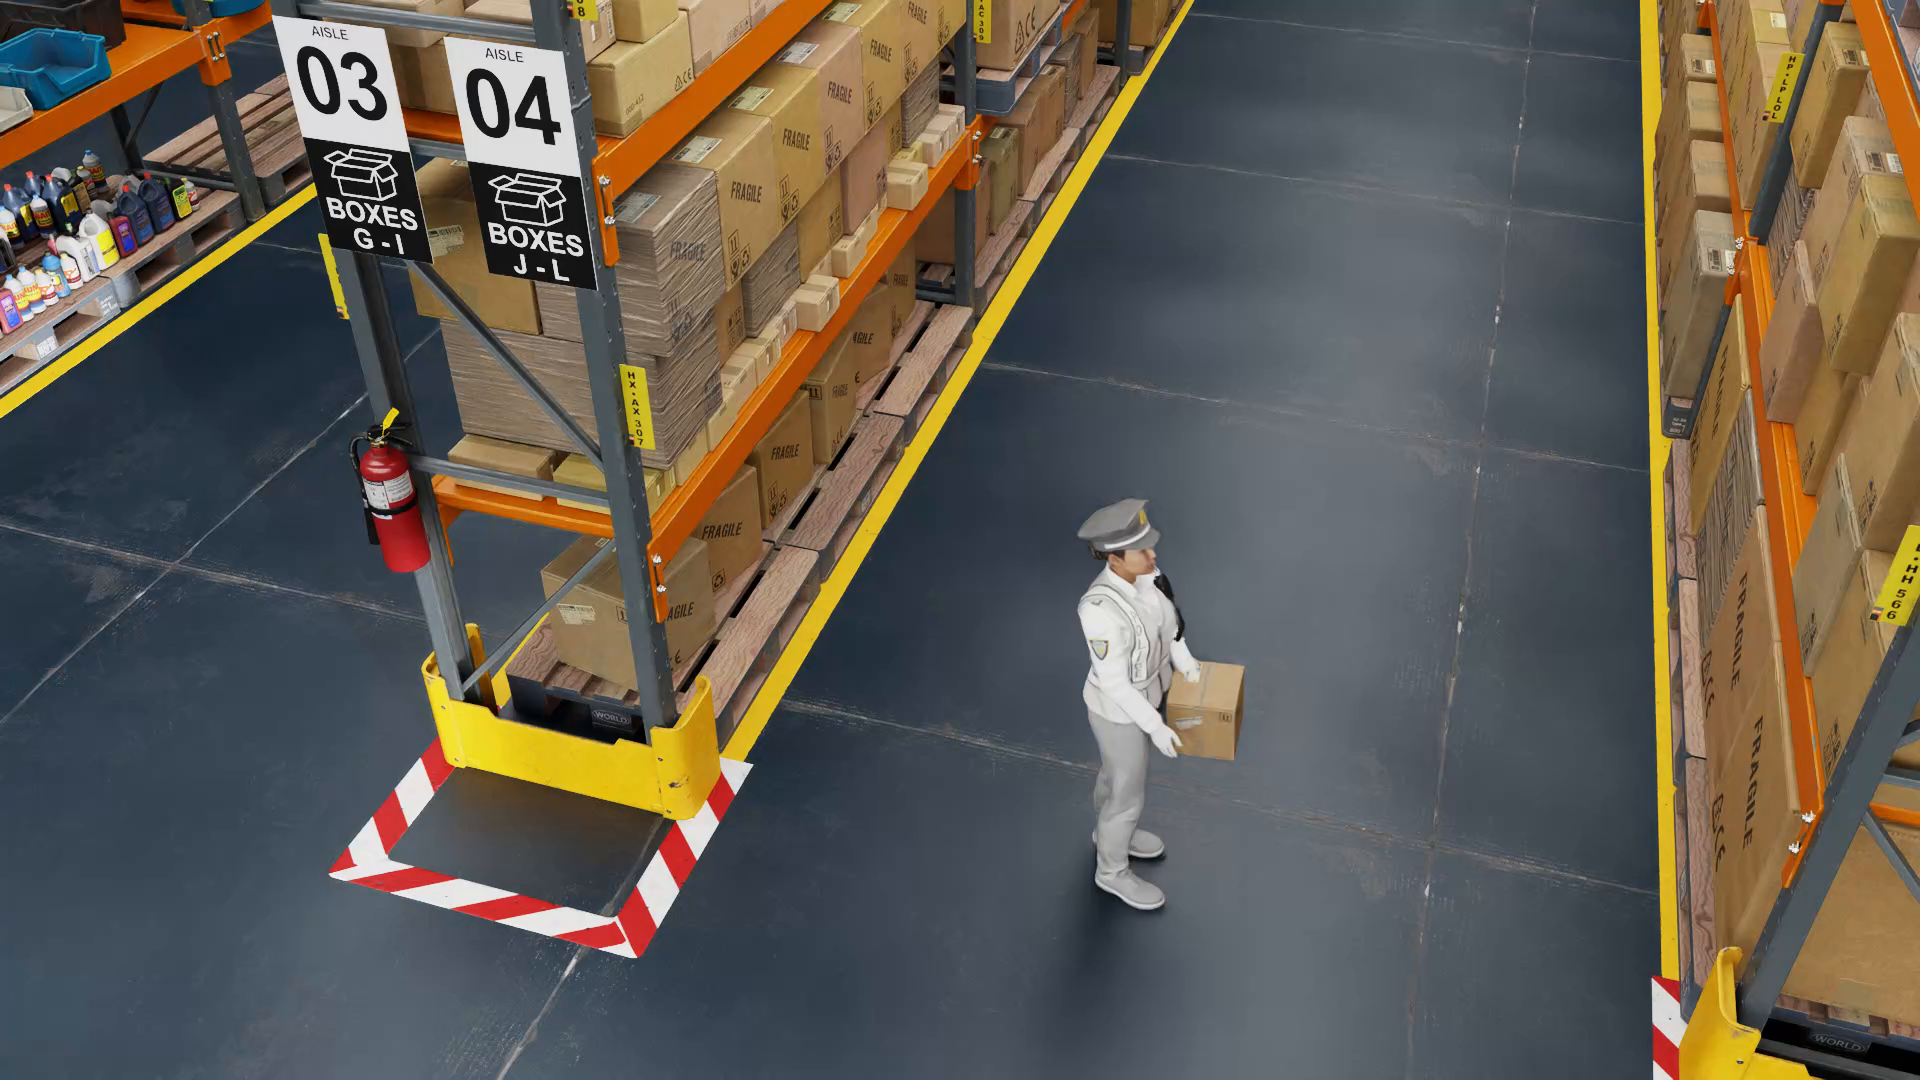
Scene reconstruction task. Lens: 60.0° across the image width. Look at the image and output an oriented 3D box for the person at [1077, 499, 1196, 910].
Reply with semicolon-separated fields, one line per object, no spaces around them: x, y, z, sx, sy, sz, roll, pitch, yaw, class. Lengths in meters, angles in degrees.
0.641;0.580;6.094;0.486;1.701;0.493;17;41;21;person
